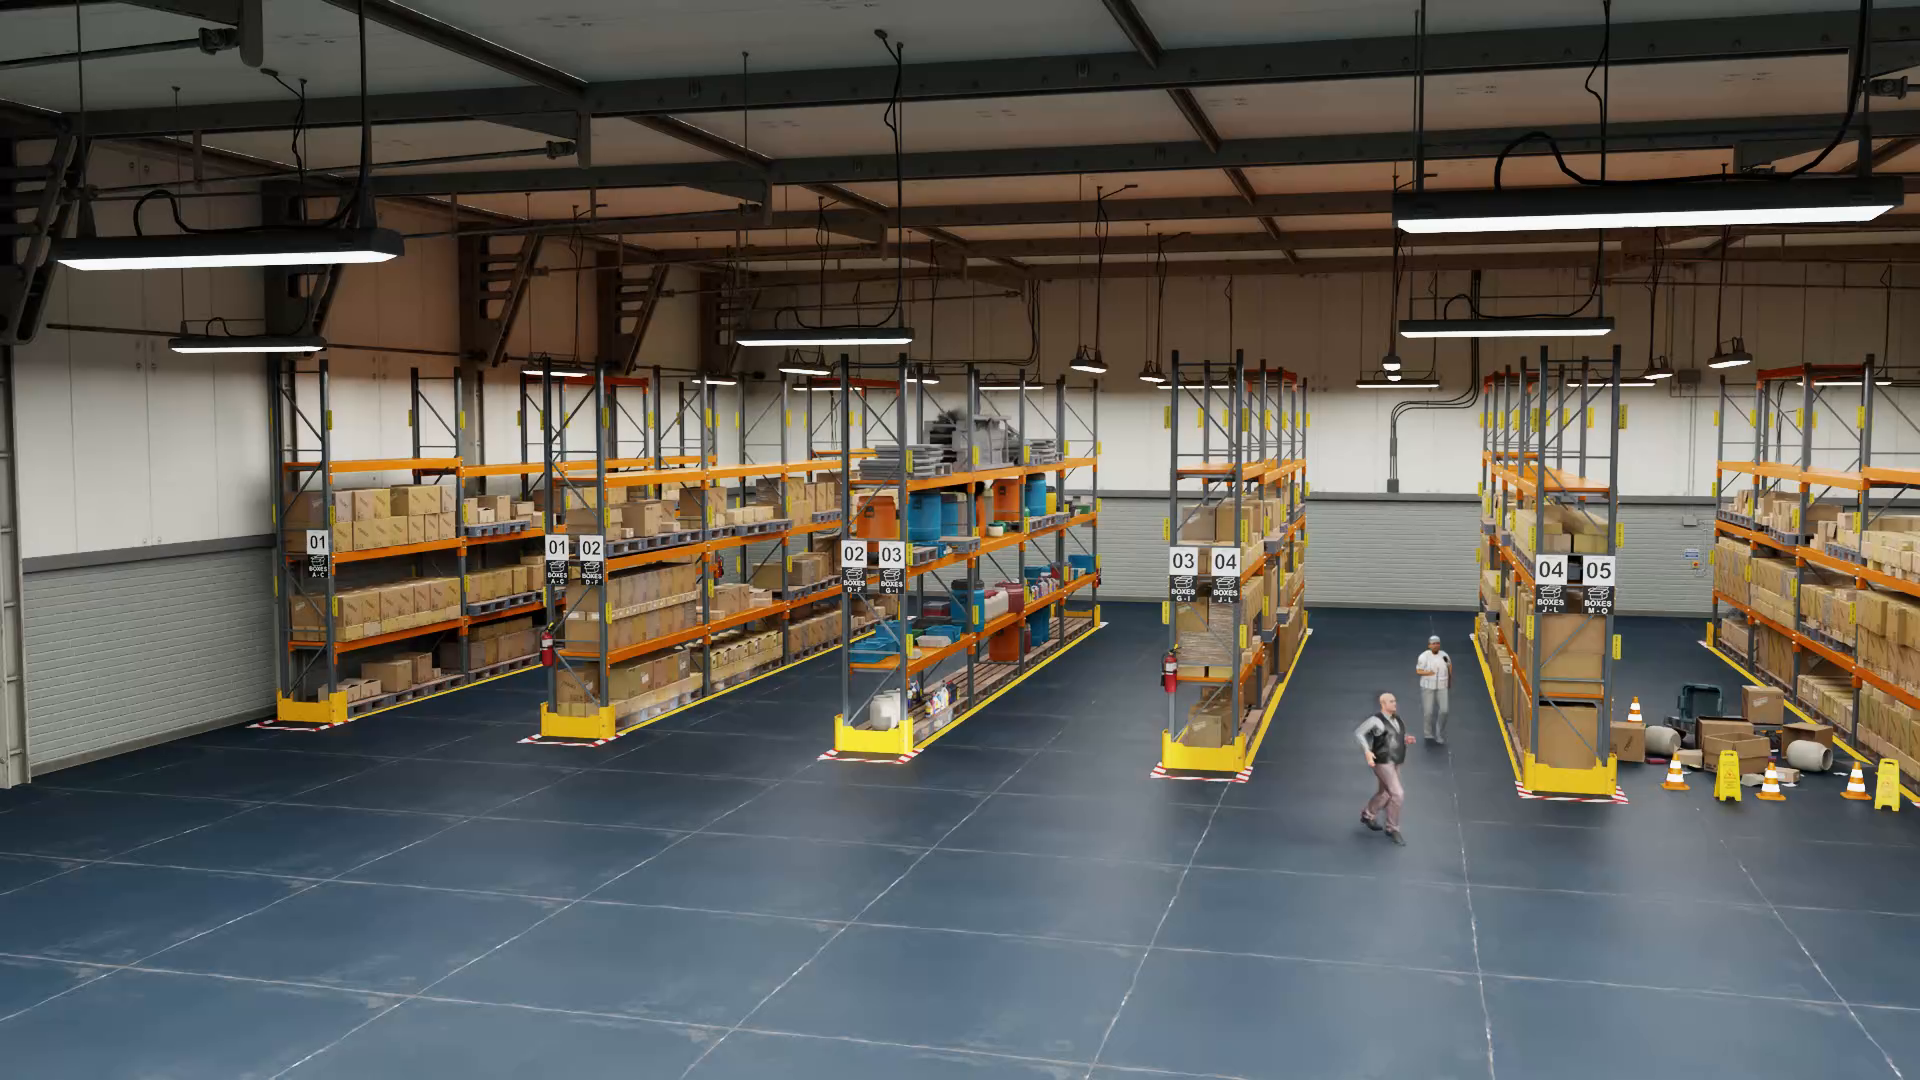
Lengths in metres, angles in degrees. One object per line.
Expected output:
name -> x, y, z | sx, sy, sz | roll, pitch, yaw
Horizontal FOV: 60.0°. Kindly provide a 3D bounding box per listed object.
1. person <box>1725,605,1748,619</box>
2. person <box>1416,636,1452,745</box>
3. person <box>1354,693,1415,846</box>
person -> 17.790, 1.422, 37.975 | 0.696, 1.783, 0.675 | -2, 5, -28
person -> 7.369, 2.331, 25.781 | 0.586, 1.695, 0.661 | 0, 4, 5
person -> 5.089, 2.714, 19.857 | 0.630, 1.782, 0.778 | -4, 6, -42
